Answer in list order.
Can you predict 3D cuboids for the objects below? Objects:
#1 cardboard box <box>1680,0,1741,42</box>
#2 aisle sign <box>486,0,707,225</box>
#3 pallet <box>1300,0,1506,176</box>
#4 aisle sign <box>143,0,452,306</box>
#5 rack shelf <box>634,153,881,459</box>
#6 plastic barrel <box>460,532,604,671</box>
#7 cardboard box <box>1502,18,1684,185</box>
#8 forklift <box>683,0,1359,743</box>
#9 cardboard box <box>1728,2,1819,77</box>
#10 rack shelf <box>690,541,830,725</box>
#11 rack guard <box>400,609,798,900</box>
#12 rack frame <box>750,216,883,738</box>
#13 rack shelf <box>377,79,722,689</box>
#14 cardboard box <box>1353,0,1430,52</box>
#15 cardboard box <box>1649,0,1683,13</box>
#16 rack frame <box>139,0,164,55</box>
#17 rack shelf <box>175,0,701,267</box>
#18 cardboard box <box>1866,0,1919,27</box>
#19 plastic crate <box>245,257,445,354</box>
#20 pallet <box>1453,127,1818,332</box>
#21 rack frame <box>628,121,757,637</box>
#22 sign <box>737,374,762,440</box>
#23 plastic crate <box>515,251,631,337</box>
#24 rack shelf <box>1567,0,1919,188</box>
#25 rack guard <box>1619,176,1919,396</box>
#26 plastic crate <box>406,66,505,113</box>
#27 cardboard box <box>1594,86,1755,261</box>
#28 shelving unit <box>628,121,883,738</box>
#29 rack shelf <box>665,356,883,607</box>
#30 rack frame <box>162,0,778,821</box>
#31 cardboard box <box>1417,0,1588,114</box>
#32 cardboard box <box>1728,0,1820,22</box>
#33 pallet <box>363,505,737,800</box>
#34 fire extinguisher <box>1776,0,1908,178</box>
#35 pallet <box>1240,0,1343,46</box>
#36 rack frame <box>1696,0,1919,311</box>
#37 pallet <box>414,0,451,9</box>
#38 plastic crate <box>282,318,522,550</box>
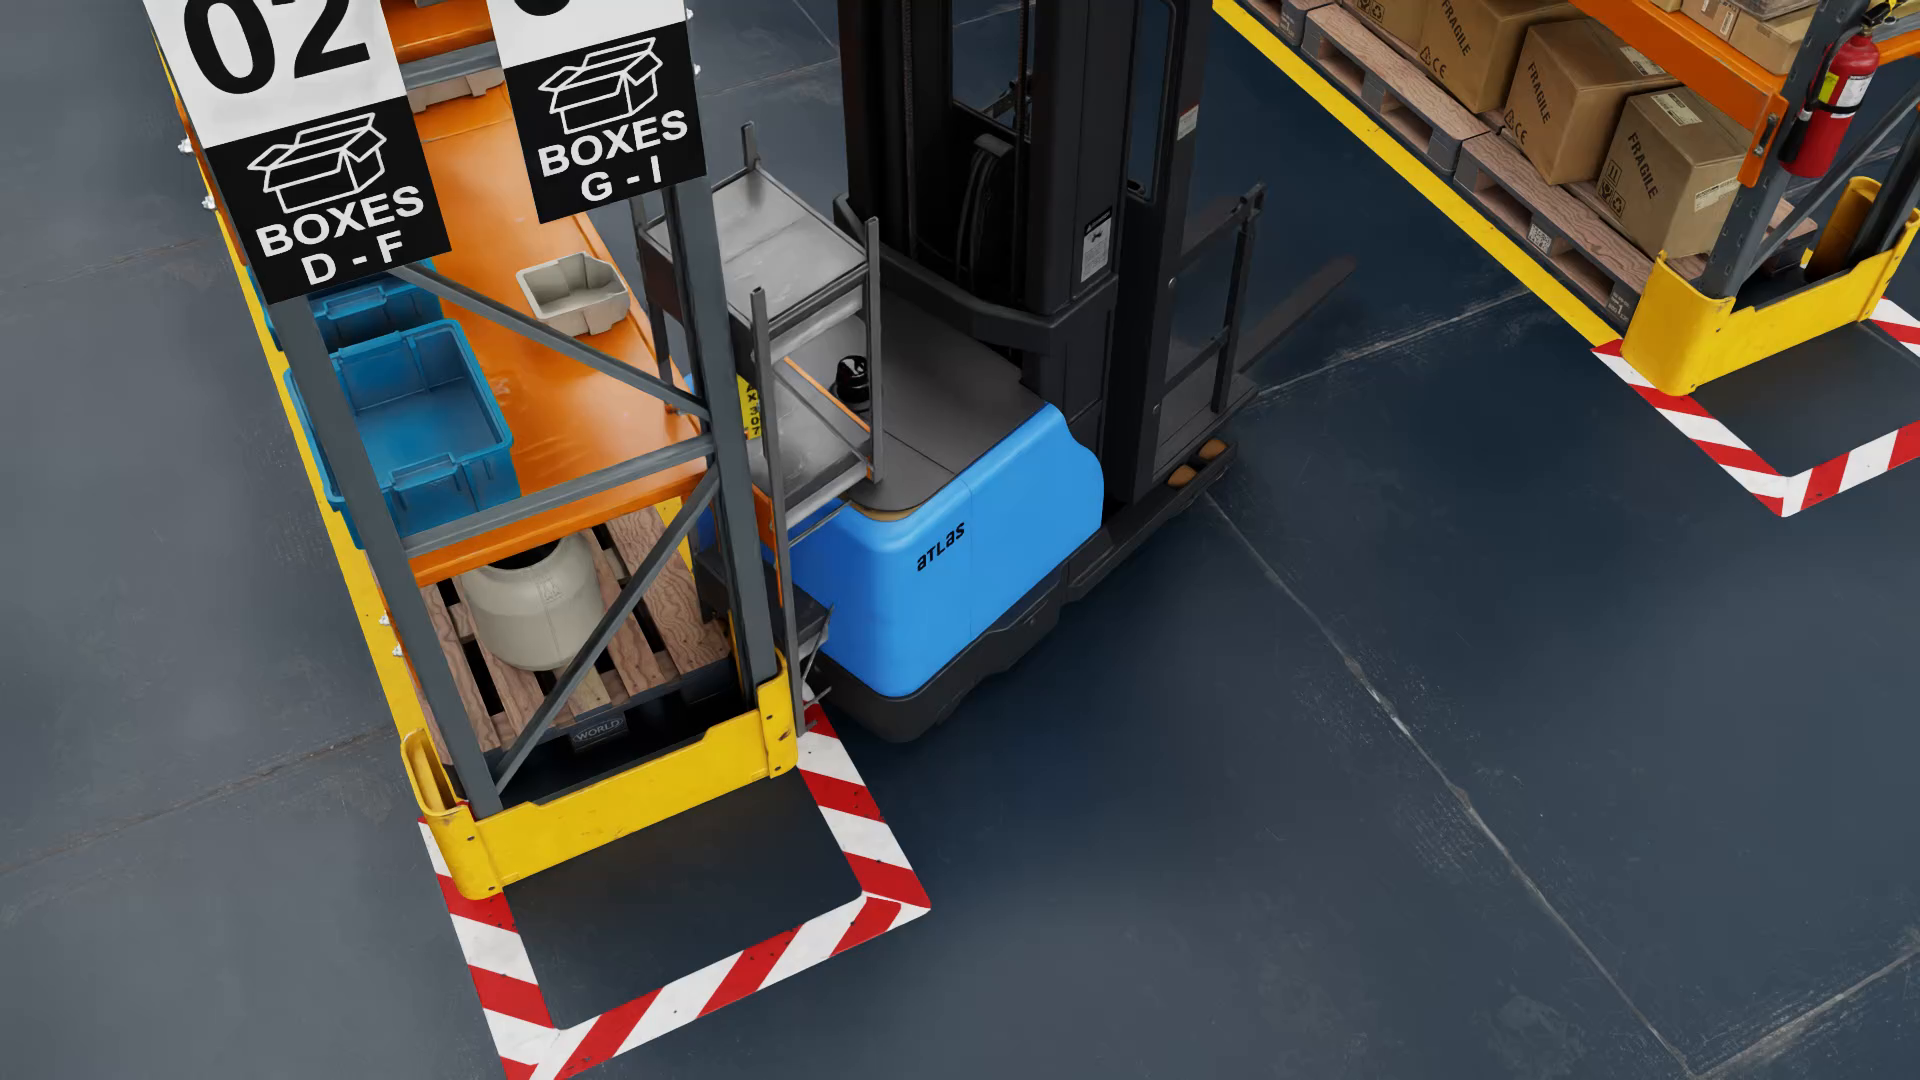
[{"bbox_3d":[2.932,-2.024,6.194,0.380,0.149,0.250,-21,52,-18],"label":"cardboard box"},{"bbox_3d":[-0.751,-1.022,3.424,0.394,0.787,0.004,-21,52,-18],"label":"aisle sign"},{"bbox_3d":[2.430,-2.324,8.142,1.003,0.211,1.213,-21,52,-18],"label":"pallet"},{"bbox_3d":[-1.275,-0.819,3.246,0.394,0.787,0.004,-21,52,-18],"label":"aisle sign"},{"bbox_3d":[-0.530,-0.623,4.449,0.431,0.518,0.480,-36,62,-25],"label":"rack shelf"},{"bbox_3d":[-1.413,0.153,5.497,0.421,0.512,0.421,0,49,0],"label":"plastic barrel"},{"bbox_3d":[2.785,-1.947,7.342,0.500,0.500,0.500,-9,49,-8],"label":"cardboard box"},{"bbox_3d":[0.419,-1.317,5.455,1.130,2.935,3.031,34,57,26],"label":"forklift"},{"bbox_3d":[3.046,-1.856,6.048,0.380,0.149,0.250,-21,52,-18],"label":"cardboard box"},{"bbox_3d":[-0.567,0.216,5.569,0.431,0.518,0.480,-36,62,-25],"label":"rack shelf"},{"bbox_3d":[-1.121,0.675,5.328,1.175,0.500,0.348,-21,52,-18],"label":"rack guard"},{"bbox_3d":[-0.381,-0.067,4.896,0.400,2.100,0.015,-36,62,-25],"label":"rack frame"},{"bbox_3d":[-1.959,-1.215,5.798,1.077,0.370,4.000,-21,52,-18],"label":"rack shelf"},{"bbox_3d":[2.300,-2.761,8.054,0.500,0.500,0.500,-26,54,-21],"label":"cardboard box"},{"bbox_3d":[2.772,-2.174,6.325,0.380,0.149,0.250,-21,52,-18],"label":"cardboard box"},{"bbox_3d":[-1.044,-2.089,2.098,1.000,3.000,0.127,-21,52,-18],"label":"rack frame"},{"bbox_3d":[-1.959,-2.203,4.669,1.077,0.370,4.000,-21,52,-18],"label":"rack shelf"},{"bbox_3d":[3.441,-2.010,6.182,0.380,0.149,0.250,-21,52,-18],"label":"cardboard box"},{"bbox_3d":[-1.831,-0.733,4.997,0.499,0.251,0.408,-21,52,-18],"label":"plastic crate"},{"bbox_3d":[2.985,-1.508,7.429,1.003,0.211,1.213,-21,52,-18],"label":"pallet"},{"bbox_3d":[-0.715,-0.357,5.101,0.400,2.100,0.015,-36,62,-25],"label":"rack frame"},{"bbox_3d":[-0.553,-0.391,4.415,0.100,0.325,0.005,-21,52,-18],"label":"sign"},{"bbox_3d":[-1.168,-0.736,5.077,0.298,0.136,0.250,-21,52,-18],"label":"plastic crate"},{"bbox_3d":[2.445,-2.921,7.290,1.077,0.370,4.000,-21,52,-18],"label":"rack shelf"},{"bbox_3d":[3.325,-1.047,6.834,1.175,0.500,0.348,-21,52,-18],"label":"rack guard"},{"bbox_3d":[-1.906,-1.704,5.923,0.530,0.136,0.437,-21,52,-18],"label":"plastic crate"},{"bbox_3d":[3.089,-1.559,7.002,0.500,0.500,0.500,-13,50,-11],"label":"cardboard box"},{"bbox_3d":[-0.548,-0.212,4.998,0.431,2.100,0.503,-36,62,-25],"label":"shelving unit"},{"bbox_3d":[-0.548,-0.204,5.009,0.431,0.518,0.480,-36,62,-25],"label":"rack shelf"},{"bbox_3d":[-1.044,-0.113,4.356,1.000,3.000,0.127,-21,52,-18],"label":"rack frame"},{"bbox_3d":[2.515,-2.372,7.714,0.500,0.500,0.500,-17,51,-14],"label":"cardboard box"},{"bbox_3d":[3.133,-2.328,6.029,0.875,0.500,0.500,-21,52,-18],"label":"cardboard box"},{"bbox_3d":[-1.488,0.224,5.914,1.003,0.211,1.213,-21,52,-18],"label":"pallet"},{"bbox_3d":[3.002,-1.559,5.672,0.296,0.674,0.183,-21,52,-18],"label":"fire extinguisher"},{"bbox_3d":[1.868,-3.141,8.857,1.003,0.211,1.213,-21,52,-18],"label":"pallet"},{"bbox_3d":[3.360,-1.819,5.849,1.000,3.000,0.127,-21,52,-18],"label":"rack frame"},{"bbox_3d":[-1.336,-1.626,3.812,1.003,0.211,1.213,-21,52,-18],"label":"pallet"},{"bbox_3d":[-1.539,-0.296,4.615,0.499,0.251,0.616,-21,52,-18],"label":"plastic crate"}]
